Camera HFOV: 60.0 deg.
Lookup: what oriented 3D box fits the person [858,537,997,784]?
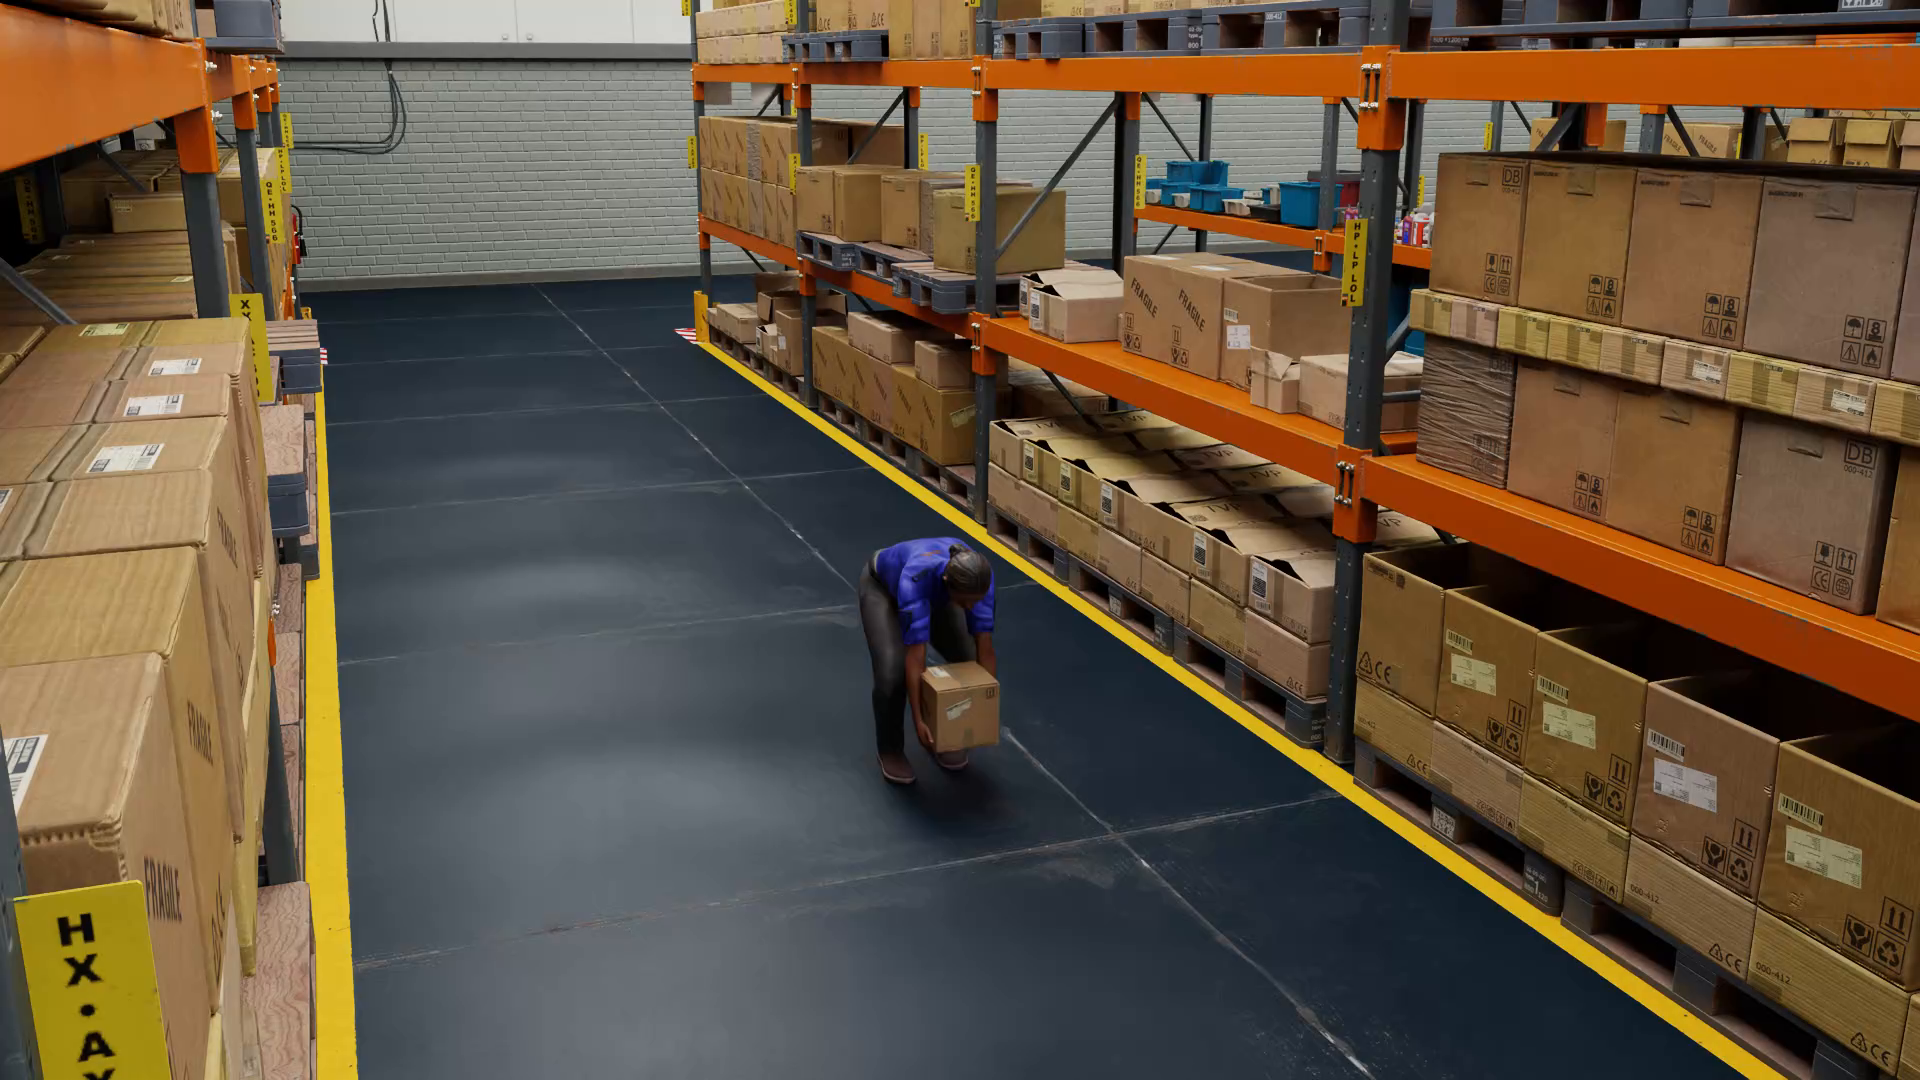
[{"bbox_3d":[-0.106,0.458,6.543,0.452,1.048,0.850,-7,17,-23],"label":"person"}]
